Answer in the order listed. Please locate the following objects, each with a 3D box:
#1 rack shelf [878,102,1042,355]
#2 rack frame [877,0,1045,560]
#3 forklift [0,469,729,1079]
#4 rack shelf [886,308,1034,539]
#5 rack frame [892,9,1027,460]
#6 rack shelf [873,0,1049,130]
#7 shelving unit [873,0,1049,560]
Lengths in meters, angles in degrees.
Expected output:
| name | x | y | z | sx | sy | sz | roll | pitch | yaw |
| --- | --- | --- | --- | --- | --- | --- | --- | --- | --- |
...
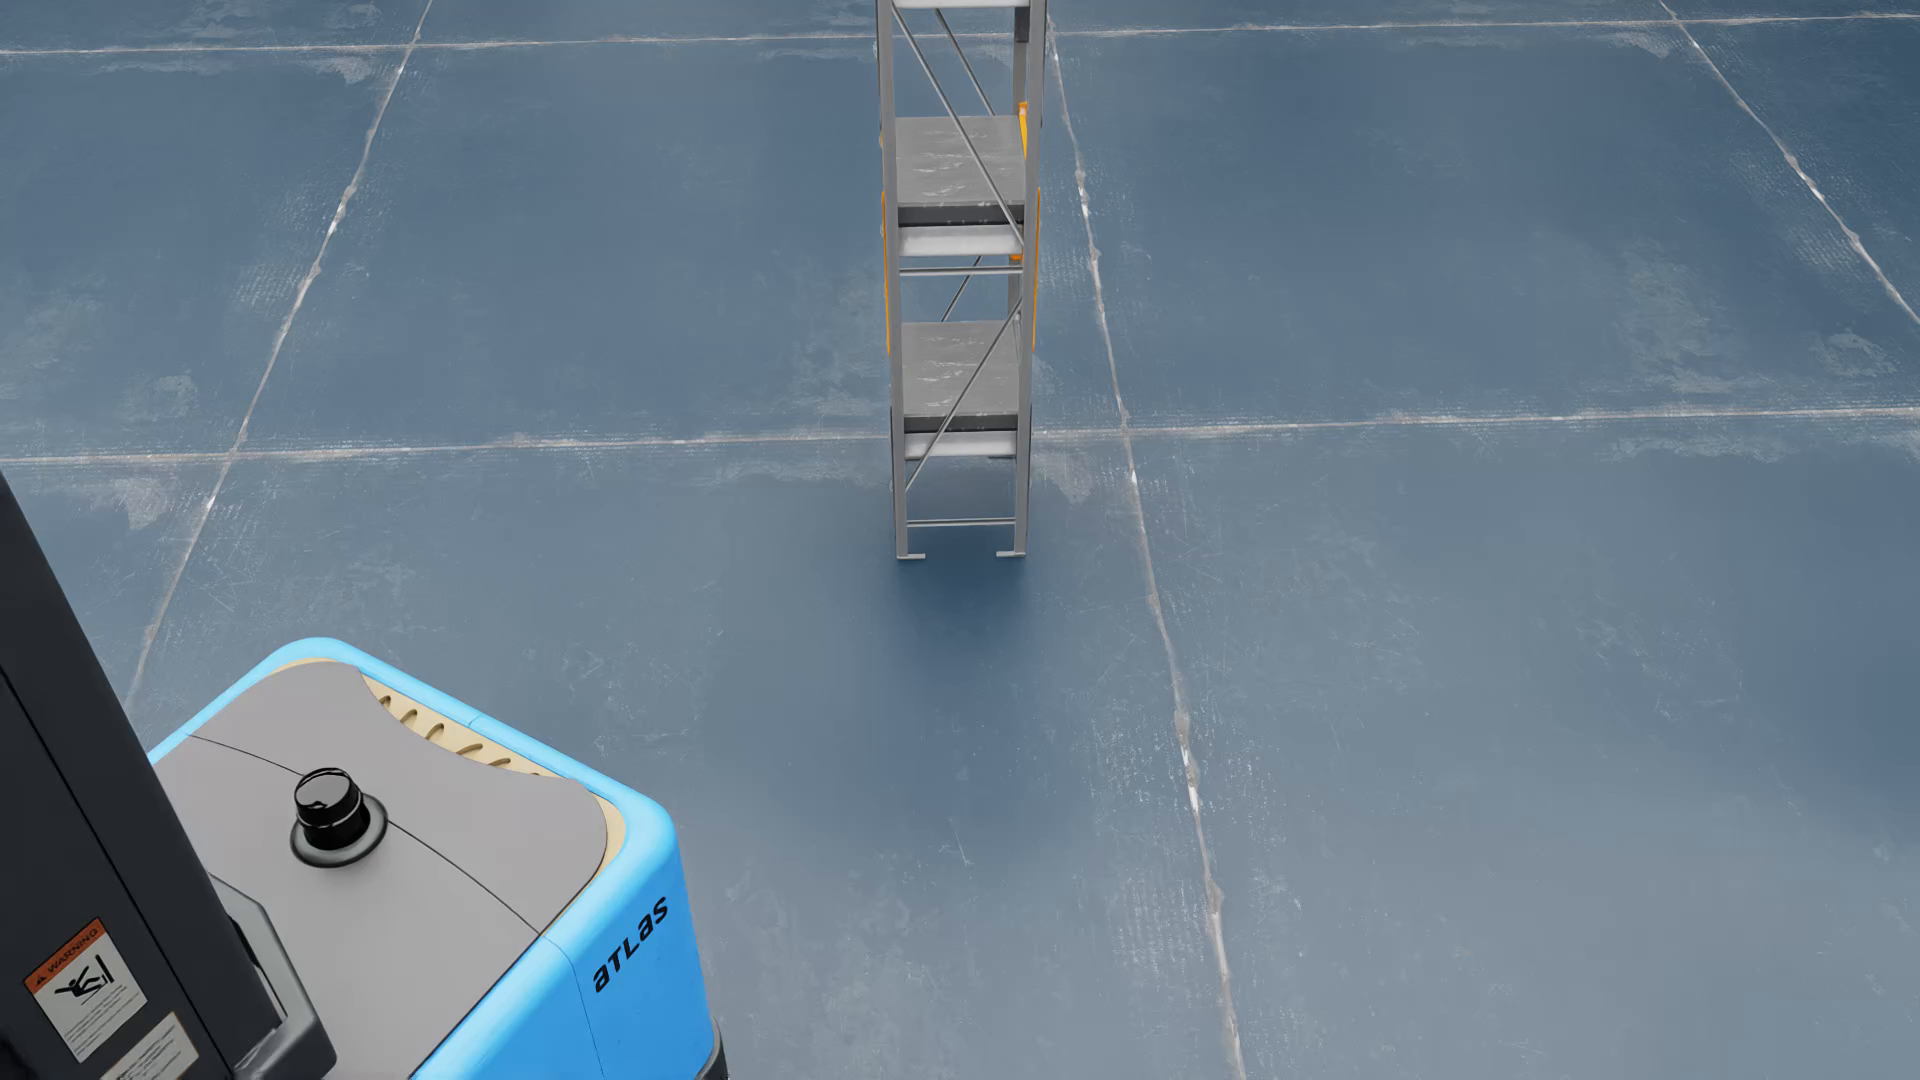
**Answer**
| name | x | y | z | sx | sy | sz | roll | pitch | yaw |
| --- | --- | --- | --- | --- | --- | --- | --- | --- | --- |
| rack shelf | -0.007 | -0.876 | 4.672 | 0.431 | 0.518 | 0.480 | -2 | 43 | -2 |
| rack frame | 0.003 | -0.721 | 4.483 | 0.400 | 2.100 | 0.015 | -2 | 43 | -2 |
| forklift | -1.703 | 0.912 | 2.086 | 1.130 | 2.935 | 3.031 | 22 | 47 | 22 |
| rack shelf | -0.007 | -0.360 | 5.145 | 0.431 | 0.518 | 0.480 | -2 | 43 | -2 |
| rack frame | -0.017 | -1.051 | 4.842 | 0.400 | 2.100 | 0.015 | -2 | 43 | -2 |
| rack shelf | -0.007 | -1.392 | 4.199 | 0.431 | 0.518 | 0.480 | -2 | 43 | -2 |
| shelving unit | -0.007 | -0.886 | 4.662 | 0.431 | 2.100 | 0.503 | -2 | 43 | -2 |
